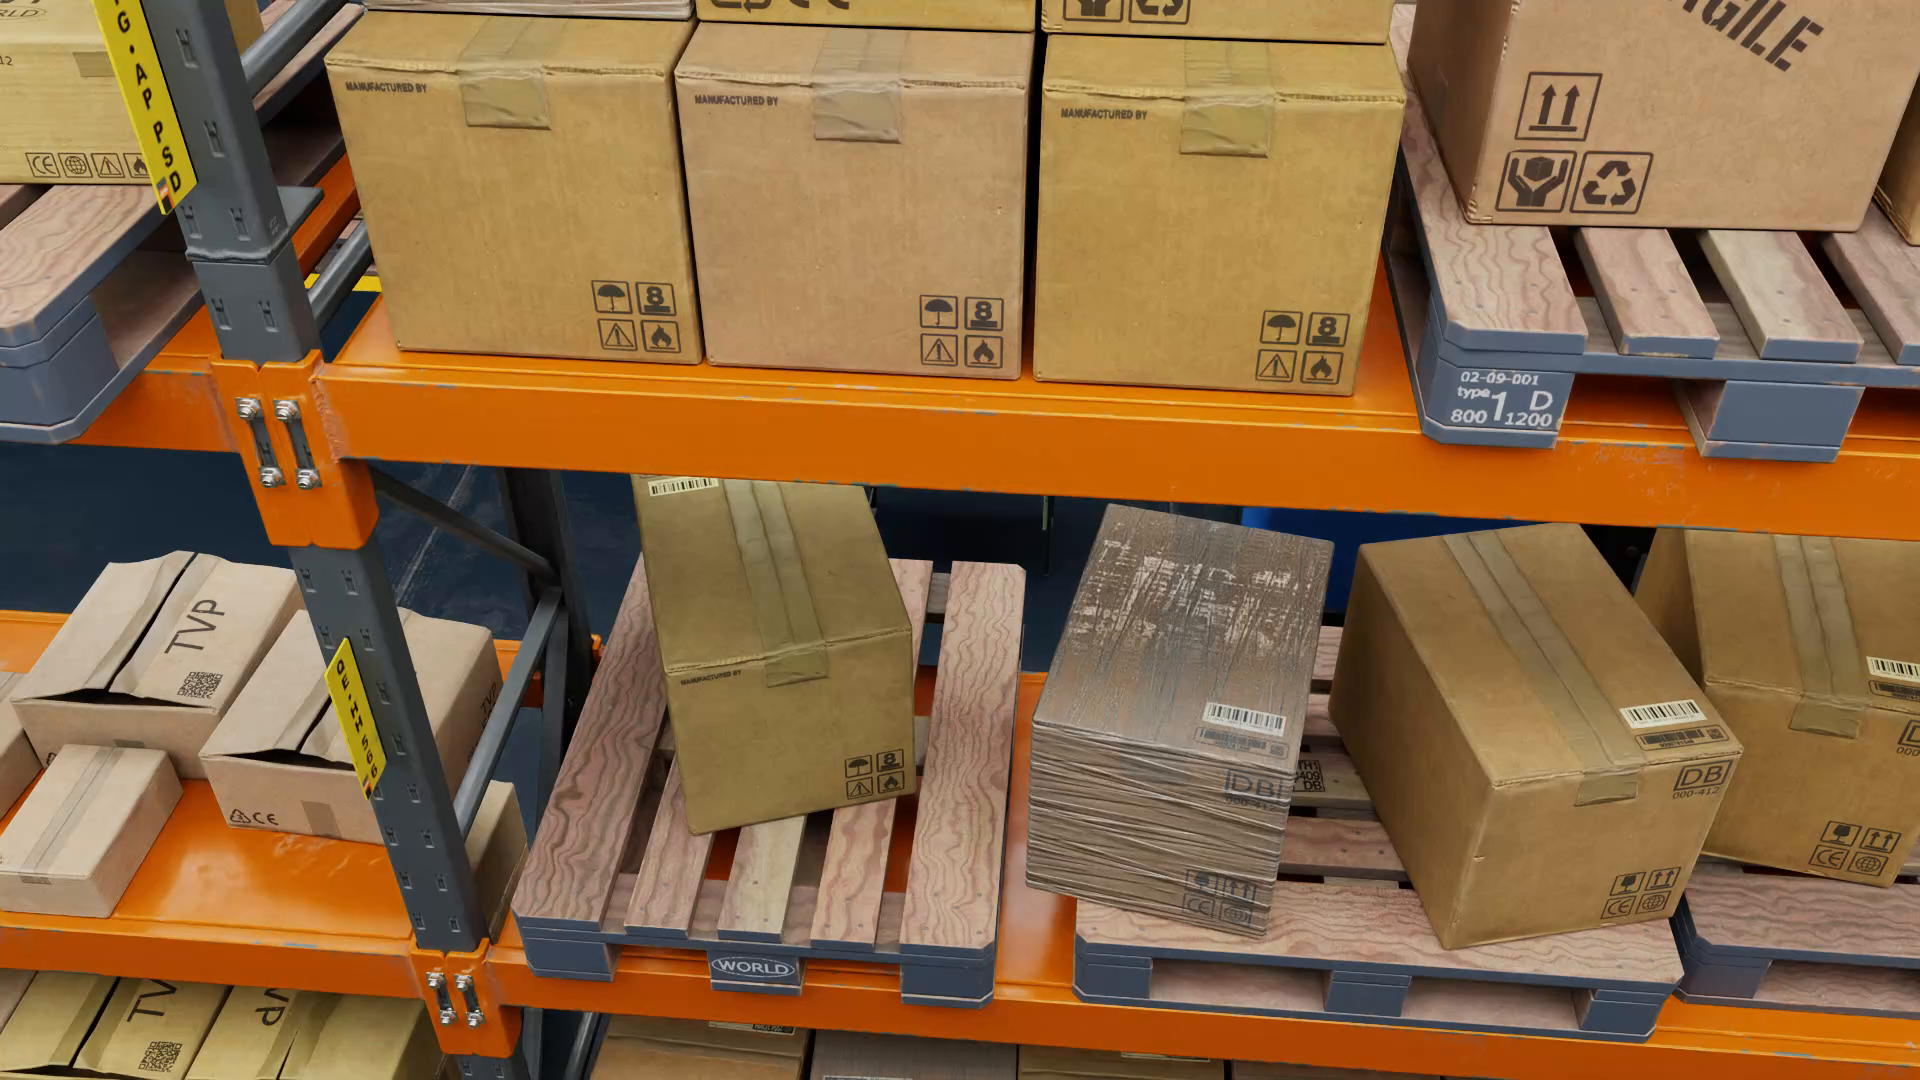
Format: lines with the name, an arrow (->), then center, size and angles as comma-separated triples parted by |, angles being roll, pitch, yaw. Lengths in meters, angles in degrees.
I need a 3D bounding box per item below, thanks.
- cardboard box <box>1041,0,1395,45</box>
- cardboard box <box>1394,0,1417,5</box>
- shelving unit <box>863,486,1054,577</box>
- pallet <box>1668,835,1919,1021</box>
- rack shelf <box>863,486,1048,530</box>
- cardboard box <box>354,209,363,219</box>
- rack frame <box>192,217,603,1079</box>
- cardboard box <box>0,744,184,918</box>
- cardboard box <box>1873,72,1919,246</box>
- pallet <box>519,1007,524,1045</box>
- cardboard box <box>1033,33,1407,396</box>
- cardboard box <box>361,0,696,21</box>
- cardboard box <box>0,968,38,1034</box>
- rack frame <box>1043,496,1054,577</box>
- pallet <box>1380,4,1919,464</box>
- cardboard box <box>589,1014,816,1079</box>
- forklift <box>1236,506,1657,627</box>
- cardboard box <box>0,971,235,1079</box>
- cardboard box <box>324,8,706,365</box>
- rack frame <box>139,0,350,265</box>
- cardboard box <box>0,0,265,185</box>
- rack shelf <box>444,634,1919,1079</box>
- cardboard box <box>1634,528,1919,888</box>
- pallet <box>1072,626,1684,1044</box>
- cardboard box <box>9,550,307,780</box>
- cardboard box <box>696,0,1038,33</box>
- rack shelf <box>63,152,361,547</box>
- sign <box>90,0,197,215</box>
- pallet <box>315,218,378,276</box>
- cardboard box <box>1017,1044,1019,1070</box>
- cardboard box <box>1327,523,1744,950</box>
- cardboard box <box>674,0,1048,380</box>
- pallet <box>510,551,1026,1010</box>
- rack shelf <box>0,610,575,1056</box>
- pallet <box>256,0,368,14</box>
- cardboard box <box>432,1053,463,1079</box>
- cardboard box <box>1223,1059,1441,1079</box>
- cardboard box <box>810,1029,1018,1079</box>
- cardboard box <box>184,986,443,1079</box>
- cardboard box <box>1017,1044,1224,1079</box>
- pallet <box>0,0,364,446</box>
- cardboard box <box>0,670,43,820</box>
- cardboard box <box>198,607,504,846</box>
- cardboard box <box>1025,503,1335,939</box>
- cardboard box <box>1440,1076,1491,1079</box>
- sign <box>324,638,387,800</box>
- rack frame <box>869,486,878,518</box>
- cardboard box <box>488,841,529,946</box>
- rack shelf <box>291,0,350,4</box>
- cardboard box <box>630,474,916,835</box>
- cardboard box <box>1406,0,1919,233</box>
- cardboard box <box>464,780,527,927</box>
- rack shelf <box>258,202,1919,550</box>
cardboard box -> 0.389, -1.075, 2.447 | 0.500, 0.500, 0.500 | 3, 39, 4
cardboard box -> 1.857, -2.549, 7.175 | 0.500, 0.500, 0.500 | 3, 39, 4
shelving unit -> -0.007, -0.582, 6.277 | 0.755, 1.500, 0.431 | 3, 39, 4
pallet -> 2.137, 0.612, 3.775 | 1.213, 0.211, 1.003 | 3, 39, 4
rack shelf -> -0.007, -0.329, 6.483 | 0.720, 0.370, 0.431 | 3, 39, 4
cardboard box -> -2.864, -2.024, 8.492 | 0.500, 0.500, 0.700 | 4, 39, 4
rack frame -> -1.061, 0.431, 3.844 | 0.127, 3.000, 1.000 | 3, 39, 4
cardboard box -> -1.981, 0.654, 3.770 | 0.250, 0.149, 0.380 | 3, 39, 4
cardboard box -> 1.760, -0.850, 2.551 | 0.600, 0.600, 0.600 | 3, 39, 3
pallet -> -1.878, 1.444, 4.809 | 1.213, 0.211, 1.003 | 3, 39, 4
cardboard box -> 0.402, -0.712, 2.793 | 0.500, 0.500, 0.910 | 3, 39, 4
cardboard box -> -0.627, -1.131, 2.516 | 0.500, 0.500, 0.500 | 3, 39, 4
cardboard box -> -2.626, 1.190, 4.313 | 0.500, 0.311, 0.500 | 3, 39, 4
rack frame -> 0.358, -0.562, 6.252 | 0.023, 1.500, 0.400 | 3, 39, 4
pallet -> 1.246, -0.575, 2.853 | 1.003, 0.211, 1.213 | 3, 39, 4
cardboard box -> -0.633, 1.435, 4.243 | 0.500, 0.500, 0.500 | 5, 39, 6
forklift -> 2.561, -0.823, 5.439 | 3.031, 2.935, 1.130 | 7, 40, 8
cardboard box -> -2.123, 1.220, 4.277 | 0.500, 0.311, 0.500 | 3, 39, 3
cardboard box -> -0.624, -0.768, 2.862 | 0.500, 0.500, 0.910 | 3, 39, 4
rack frame -> -1.061, -1.895, 1.950 | 0.127, 3.000, 1.000 | 3, 39, 4
cardboard box -> -1.518, -0.826, 2.799 | 0.500, 0.250, 0.500 | 0, 39, 1
rack shelf -> 0.931, 0.819, 3.937 | 4.000, 0.370, 1.077 | 3, 39, 4
cardboard box -> 1.780, 0.284, 3.614 | 0.500, 0.500, 0.700 | 9, 40, 11
pallet -> 0.876, 0.609, 3.778 | 1.213, 0.211, 1.003 | 3, 39, 4
cardboard box -> -1.936, 0.295, 4.081 | 0.500, 0.311, 0.500 | 3, 39, 3
cardboard box -> -0.119, -1.103, 2.482 | 0.500, 0.500, 0.500 | 3, 39, 4
rack shelf -> -3.054, -0.562, 3.258 | 4.000, 0.370, 1.077 | 3, 39, 4
sign -> -1.118, -0.615, 2.280 | 0.005, 0.325, 0.100 | 3, 39, 4
pallet -> -2.628, -1.714, 8.689 | 1.213, 0.211, 1.003 | 3, 39, 4
cardboard box -> 0.406, 1.162, 4.578 | 0.500, 0.500, 0.500 | 2, 39, 2
cardboard box -> 1.158, 0.390, 3.483 | 0.500, 0.500, 0.700 | -6, 40, -8
cardboard box -> -0.116, -0.740, 2.828 | 0.500, 0.500, 0.910 | 3, 39, 4
pallet -> -0.380, 0.499, 3.913 | 1.003, 0.211, 1.213 | 3, 39, 4
rack shelf -> -3.054, 0.601, 4.205 | 4.000, 0.370, 1.077 | 3, 39, 4
pallet -> -2.614, -2.692, 7.833 | 1.213, 0.211, 1.003 | 3, 39, 4
cardboard box -> -1.607, 1.460, 4.426 | 0.500, 0.250, 0.500 | 4, 39, 5
cardboard box -> 0.909, 1.515, 4.144 | 0.500, 0.500, 0.500 | 2, 39, 2
cardboard box -> -0.111, 1.460, 4.212 | 0.500, 0.500, 0.500 | 2, 39, 2
cardboard box -> -1.605, 1.244, 4.247 | 0.500, 0.311, 0.500 | 4, 39, 5
cardboard box -> 0.389, 1.490, 4.175 | 0.500, 0.500, 0.500 | 3, 39, 3
pallet -> -1.745, -0.639, 2.933 | 1.003, 0.211, 1.213 | 5, 39, 6
cardboard box -> -2.337, 0.495, 3.965 | 0.250, 0.149, 0.380 | 6, 40, 7
cardboard box -> -1.420, 0.419, 3.930 | 0.500, 0.311, 0.500 | 5, 39, 7
cardboard box -> 0.470, 0.363, 3.516 | 0.500, 0.500, 0.700 | 10, 40, 12
cardboard box -> 1.416, 1.542, 4.111 | 0.500, 0.500, 0.500 | 4, 39, 4
sign -> -1.106, 0.332, 3.049 | 0.005, 0.325, 0.100 | 3, 39, 4
rack frame -> -0.371, -0.602, 6.301 | 0.023, 1.500, 0.400 | 3, 39, 4
cardboard box -> -1.558, 1.122, 4.841 | 0.500, 0.250, 0.500 | 3, 39, 4
rack shelf -> -2.630, -2.514, 8.033 | 4.000, 0.370, 1.077 | 3, 39, 4
cardboard box -> -0.424, 0.193, 3.725 | 0.500, 0.500, 0.700 | -9, 40, -11
cardboard box -> 1.099, -0.899, 2.611 | 0.600, 0.600, 0.600 | 2, 39, 2
cardboard box -> -1.558, 0.904, 4.664 | 0.500, 0.311, 0.500 | 4, 39, 5
rack shelf -> 0.931, -0.344, 2.990 | 4.000, 0.370, 1.077 | 3, 39, 4
